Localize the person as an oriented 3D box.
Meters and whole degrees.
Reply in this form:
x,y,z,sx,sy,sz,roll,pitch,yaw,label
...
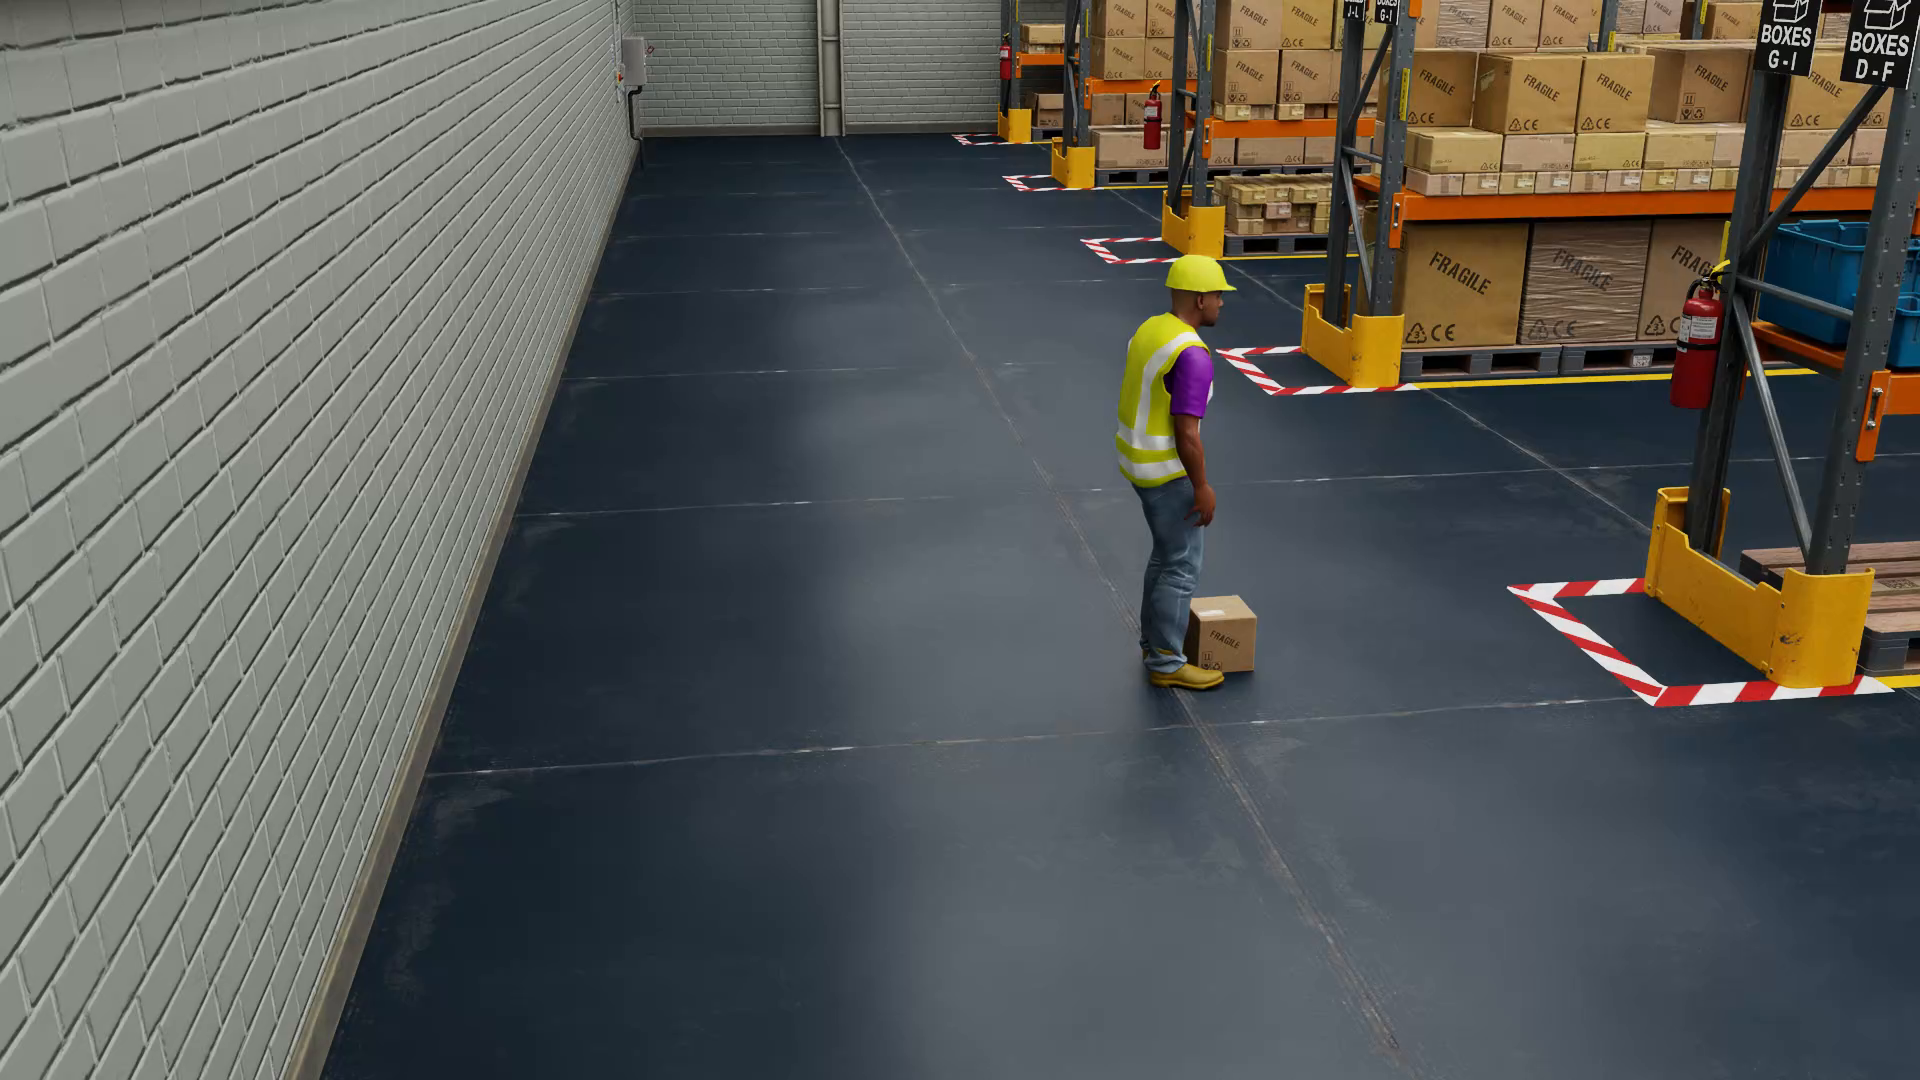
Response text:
x,y,z,sx,sy,sz,roll,pitch,yaw,label
0.885,-0.292,6.854,0.456,1.760,0.633,-4,20,-11,person
